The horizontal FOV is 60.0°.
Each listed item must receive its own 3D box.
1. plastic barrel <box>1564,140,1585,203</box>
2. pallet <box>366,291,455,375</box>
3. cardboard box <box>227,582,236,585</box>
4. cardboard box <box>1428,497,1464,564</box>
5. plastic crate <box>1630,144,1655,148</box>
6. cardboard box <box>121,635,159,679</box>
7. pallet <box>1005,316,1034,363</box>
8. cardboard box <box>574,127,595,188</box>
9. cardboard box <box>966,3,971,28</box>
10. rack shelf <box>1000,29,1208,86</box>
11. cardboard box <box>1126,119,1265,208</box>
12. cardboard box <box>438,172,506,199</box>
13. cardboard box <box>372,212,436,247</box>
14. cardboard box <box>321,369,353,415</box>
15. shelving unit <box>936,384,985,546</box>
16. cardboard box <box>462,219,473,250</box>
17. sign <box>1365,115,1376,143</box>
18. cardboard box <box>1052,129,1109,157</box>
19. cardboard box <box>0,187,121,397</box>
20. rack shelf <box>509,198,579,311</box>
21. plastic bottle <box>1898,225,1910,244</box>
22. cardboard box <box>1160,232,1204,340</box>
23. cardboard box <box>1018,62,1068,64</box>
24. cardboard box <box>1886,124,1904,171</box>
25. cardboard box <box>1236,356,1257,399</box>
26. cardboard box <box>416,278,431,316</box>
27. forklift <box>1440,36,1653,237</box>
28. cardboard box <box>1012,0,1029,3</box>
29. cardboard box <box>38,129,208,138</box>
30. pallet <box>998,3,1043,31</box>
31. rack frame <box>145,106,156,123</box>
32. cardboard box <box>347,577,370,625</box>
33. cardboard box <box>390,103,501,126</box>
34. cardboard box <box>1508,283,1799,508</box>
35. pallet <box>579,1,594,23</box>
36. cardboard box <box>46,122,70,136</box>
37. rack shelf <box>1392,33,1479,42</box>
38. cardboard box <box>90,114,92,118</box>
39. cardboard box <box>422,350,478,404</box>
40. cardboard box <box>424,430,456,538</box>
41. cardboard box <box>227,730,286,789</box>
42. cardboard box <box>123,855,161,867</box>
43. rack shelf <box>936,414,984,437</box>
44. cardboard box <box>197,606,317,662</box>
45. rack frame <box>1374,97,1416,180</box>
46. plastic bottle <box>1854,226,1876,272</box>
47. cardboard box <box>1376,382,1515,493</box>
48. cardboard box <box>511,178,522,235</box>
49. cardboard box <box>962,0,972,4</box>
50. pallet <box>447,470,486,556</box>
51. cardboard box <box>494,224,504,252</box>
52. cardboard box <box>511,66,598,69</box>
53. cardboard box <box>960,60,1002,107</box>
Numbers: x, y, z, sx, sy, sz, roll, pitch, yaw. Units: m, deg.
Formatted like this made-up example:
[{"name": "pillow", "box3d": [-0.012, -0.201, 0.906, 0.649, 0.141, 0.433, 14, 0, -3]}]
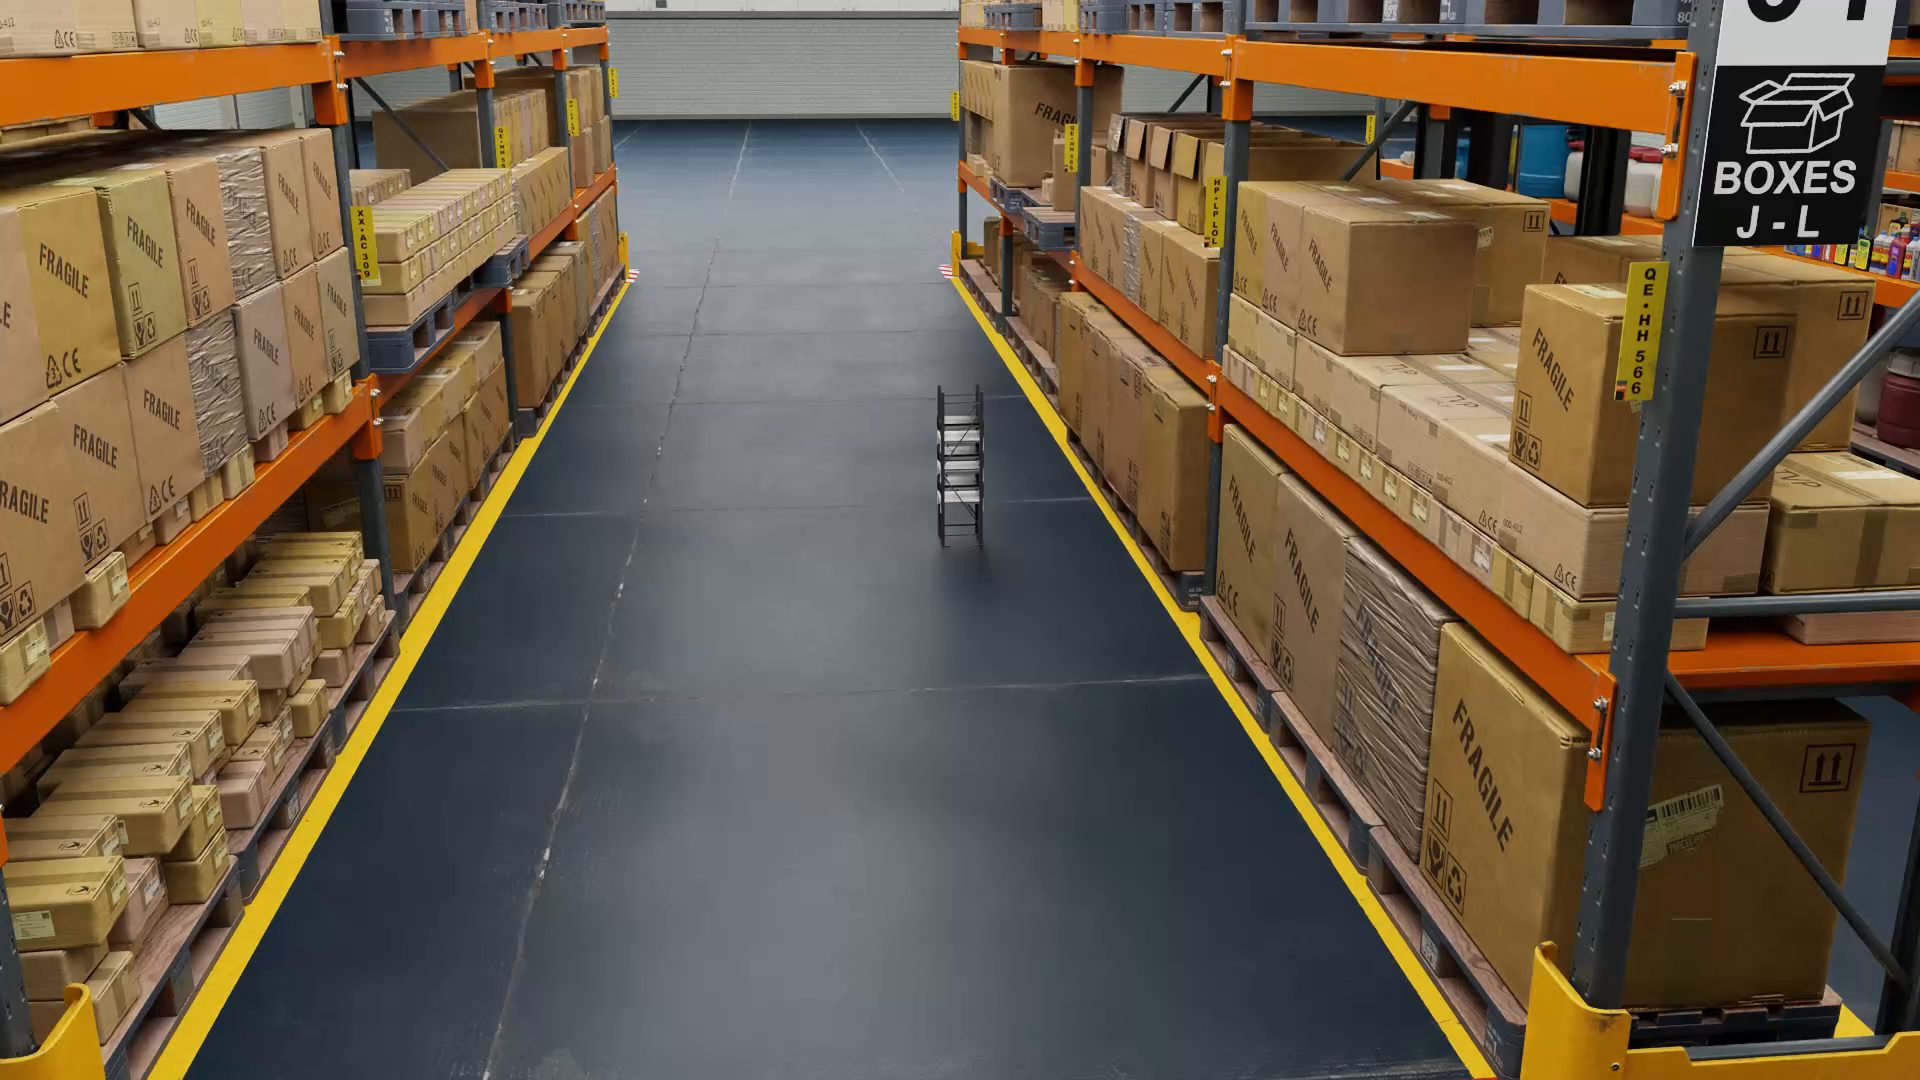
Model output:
[{"name": "plastic barrel", "box3d": [5.708, -3.335, 15.064, 0.433, 0.535, 0.433, 0, 17, 0]}, {"name": "pallet", "box3d": [-3.152, -1.043, 8.311, 1.003, 0.211, 1.213, -2, 18, -6]}, {"name": "cardboard box", "box3d": [-3.499, 0.234, 7.486, 0.380, 0.149, 0.250, -1, 17, -3]}, {"name": "cardboard box", "box3d": [1.696, -0.036, 5.204, 0.380, 0.149, 0.250, -1, 17, -5]}, {"name": "plastic crate", "box3d": [6.182, -3.457, 15.575, 0.402, 0.464, 0.583, -2, 18, -6]}, {"name": "cardboard box", "box3d": [-3.239, 0.475, 6.222, 0.380, 0.149, 0.250, -3, 18, -8]}, {"name": "pallet", "box3d": [0.982, -1.846, 15.205, 1.003, 0.211, 1.213, -2, 18, -6]}, {"name": "cardboard box", "box3d": [-4.111, -3.794, 16.504, 0.875, 0.550, 0.550, -2, 18, -6]}, {"name": "cardboard box", "box3d": [0.340, -5.655, 17.924, 0.500, 0.250, 0.500, -2, 18, -7]}, {"name": "rack shelf", "box3d": [1.107, -3.901, 13.287, 1.077, 0.370, 4.000, -2, 18, -6]}, {"name": "cardboard box", "box3d": [1.437, -2.331, 10.251, 0.797, 0.503, 0.637, -1, 17, -4]}, {"name": "cardboard box", "box3d": [-3.101, -2.251, 10.565, 0.380, 0.149, 0.250, -2, 18, -6]}, {"name": "cardboard box", "box3d": [-2.860, -1.557, 8.354, 0.380, 0.149, 0.250, -2, 18, -5]}, {"name": "cardboard box", "box3d": [-2.821, -0.631, 7.098, 0.380, 0.149, 0.250, -2, 18, -7]}, {"name": "shelving unit", "box3d": [0.001, -0.427, 9.535, 0.258, 0.900, 0.210, -2, 18, -6]}, {"name": "cardboard box", "box3d": [-2.965, -1.722, 9.375, 0.380, 0.149, 0.250, -2, 18, -7]}, {"name": "sign", "box3d": [4.867, -4.870, 19.718, 0.100, 0.325, 0.005, -2, 18, -6]}, {"name": "cardboard box", "box3d": [1.171, -3.145, 13.812, 0.797, 0.503, 0.637, 0, 17, 0]}, {"name": "cardboard box", "box3d": [-2.646, -0.669, 4.467, 0.500, 0.500, 0.500, -1, 17, -4]}, {"name": "rack shelf", "box3d": [-3.837, -2.346, 13.344, 1.077, 0.370, 4.000, -2, 18, -6]}, {"name": "plastic bottle", "box3d": [6.700, -2.133, 11.794, 0.097, 0.201, 0.097, 0, 17, 0]}, {"name": "cardboard box", "box3d": [1.362, -1.351, 8.807, 0.500, 0.500, 0.500, -1, 17, -4]}, {"name": "cardboard box", "box3d": [0.897, -4.813, 17.667, 0.500, 0.500, 0.500, -2, 18, -6]}, {"name": "cardboard box", "box3d": [10.540, -4.352, 18.366, 0.700, 0.500, 0.500, -1, 17, -4]}, {"name": "cardboard box", "box3d": [1.453, -0.729, 7.409, 0.380, 0.149, 0.250, -2, 18, -7]}, {"name": "cardboard box", "box3d": [-2.836, -1.196, 8.199, 0.380, 0.149, 0.250, -2, 17, -5]}, {"name": "forklift", "box3d": [3.466, -1.820, 10.581, 1.130, 2.935, 3.031, -1, 17, -3]}, {"name": "cardboard box", "box3d": [0.851, -4.946, 14.543, 0.797, 0.503, 0.637, -3, 18, -8]}, {"name": "cardboard box", "box3d": [-3.414, -1.427, 6.881, 0.500, 0.500, 0.500, -1, 17, -4]}, {"name": "pallet", "box3d": [0.968, -4.254, 13.525, 1.213, 0.211, 1.003, -2, 18, -6]}, {"name": "rack frame", "box3d": [-9.369, -4.294, 18.347, 1.000, 3.000, 0.127, -2, 18, -6]}, {"name": "cardboard box", "box3d": [-2.829, 0.280, 7.339, 0.380, 0.149, 0.250, -3, 18, -8]}, {"name": "cardboard box", "box3d": [-3.721, -2.903, 12.080, 0.700, 0.500, 0.500, -2, 18, -6]}, {"name": "cardboard box", "box3d": [1.827, -0.399, 4.440, 0.500, 0.500, 0.500, -2, 17, -5]}, {"name": "pallet", "box3d": [-4.240, -5.281, 16.631, 1.003, 0.211, 1.213, -2, 18, -6]}, {"name": "cardboard box", "box3d": [-8.838, -3.731, 15.888, 0.500, 0.500, 0.500, -2, 18, -6]}, {"name": "rack shelf", "box3d": [5.621, -5.245, 17.570, 1.077, 0.370, 4.000, -2, 18, -6]}, {"name": "cardboard box", "box3d": [-8.899, -4.516, 16.720, 0.700, 0.500, 0.500, -2, 18, -6]}, {"name": "cardboard box", "box3d": [-3.200, -0.962, 9.952, 0.500, 0.250, 0.500, -1, 17, -4]}, {"name": "cardboard box", "box3d": [-3.087, -0.296, 9.083, 0.500, 0.500, 0.500, -1, 17, -3]}, {"name": "cardboard box", "box3d": [-2.714, 0.823, 6.106, 0.380, 0.149, 0.250, -2, 18, -6]}, {"name": "cardboard box", "box3d": [-2.690, 0.990, 5.077, 0.380, 0.149, 0.250, -2, 17, -5]}, {"name": "rack shelf", "box3d": [0.001, -0.653, 9.464, 0.258, 0.077, 0.200, -2, 18, -6]}, {"name": "cardboard box", "box3d": [-2.755, 0.378, 6.529, 0.380, 0.149, 0.250, -3, 18, -8]}, {"name": "rack frame", "box3d": [5.415, -4.753, 19.810, 1.000, 3.000, 0.127, -2, 18, -6]}, {"name": "plastic bottle", "box3d": [6.003, -1.927, 11.003, 0.061, 0.283, 0.133, -2, 18, -6]}, {"name": "cardboard box", "box3d": [1.720, -0.343, 5.514, 0.500, 0.250, 0.500, -2, 18, -8]}, {"name": "cardboard box", "box3d": [-3.408, -2.283, 11.776, 0.500, 0.500, 0.500, -2, 17, -5]}, {"name": "cardboard box", "box3d": [0.217, -5.981, 18.296, 0.380, 0.149, 0.250, -1, 17, -4]}, {"name": "pallet", "box3d": [-3.429, -0.168, 9.859, 1.003, 0.211, 1.213, -2, 18, -6]}, {"name": "cardboard box", "box3d": [-3.072, -1.891, 10.410, 0.380, 0.149, 0.250, -1, 17, -5]}, {"name": "cardboard box", "box3d": [-4.456, -4.952, 18.390, 0.875, 0.550, 0.550, -2, 18, -6]}, {"name": "cardboard box", "box3d": [0.274, -5.095, 18.564, 0.500, 0.500, 0.500, -2, 18, -6]}]
